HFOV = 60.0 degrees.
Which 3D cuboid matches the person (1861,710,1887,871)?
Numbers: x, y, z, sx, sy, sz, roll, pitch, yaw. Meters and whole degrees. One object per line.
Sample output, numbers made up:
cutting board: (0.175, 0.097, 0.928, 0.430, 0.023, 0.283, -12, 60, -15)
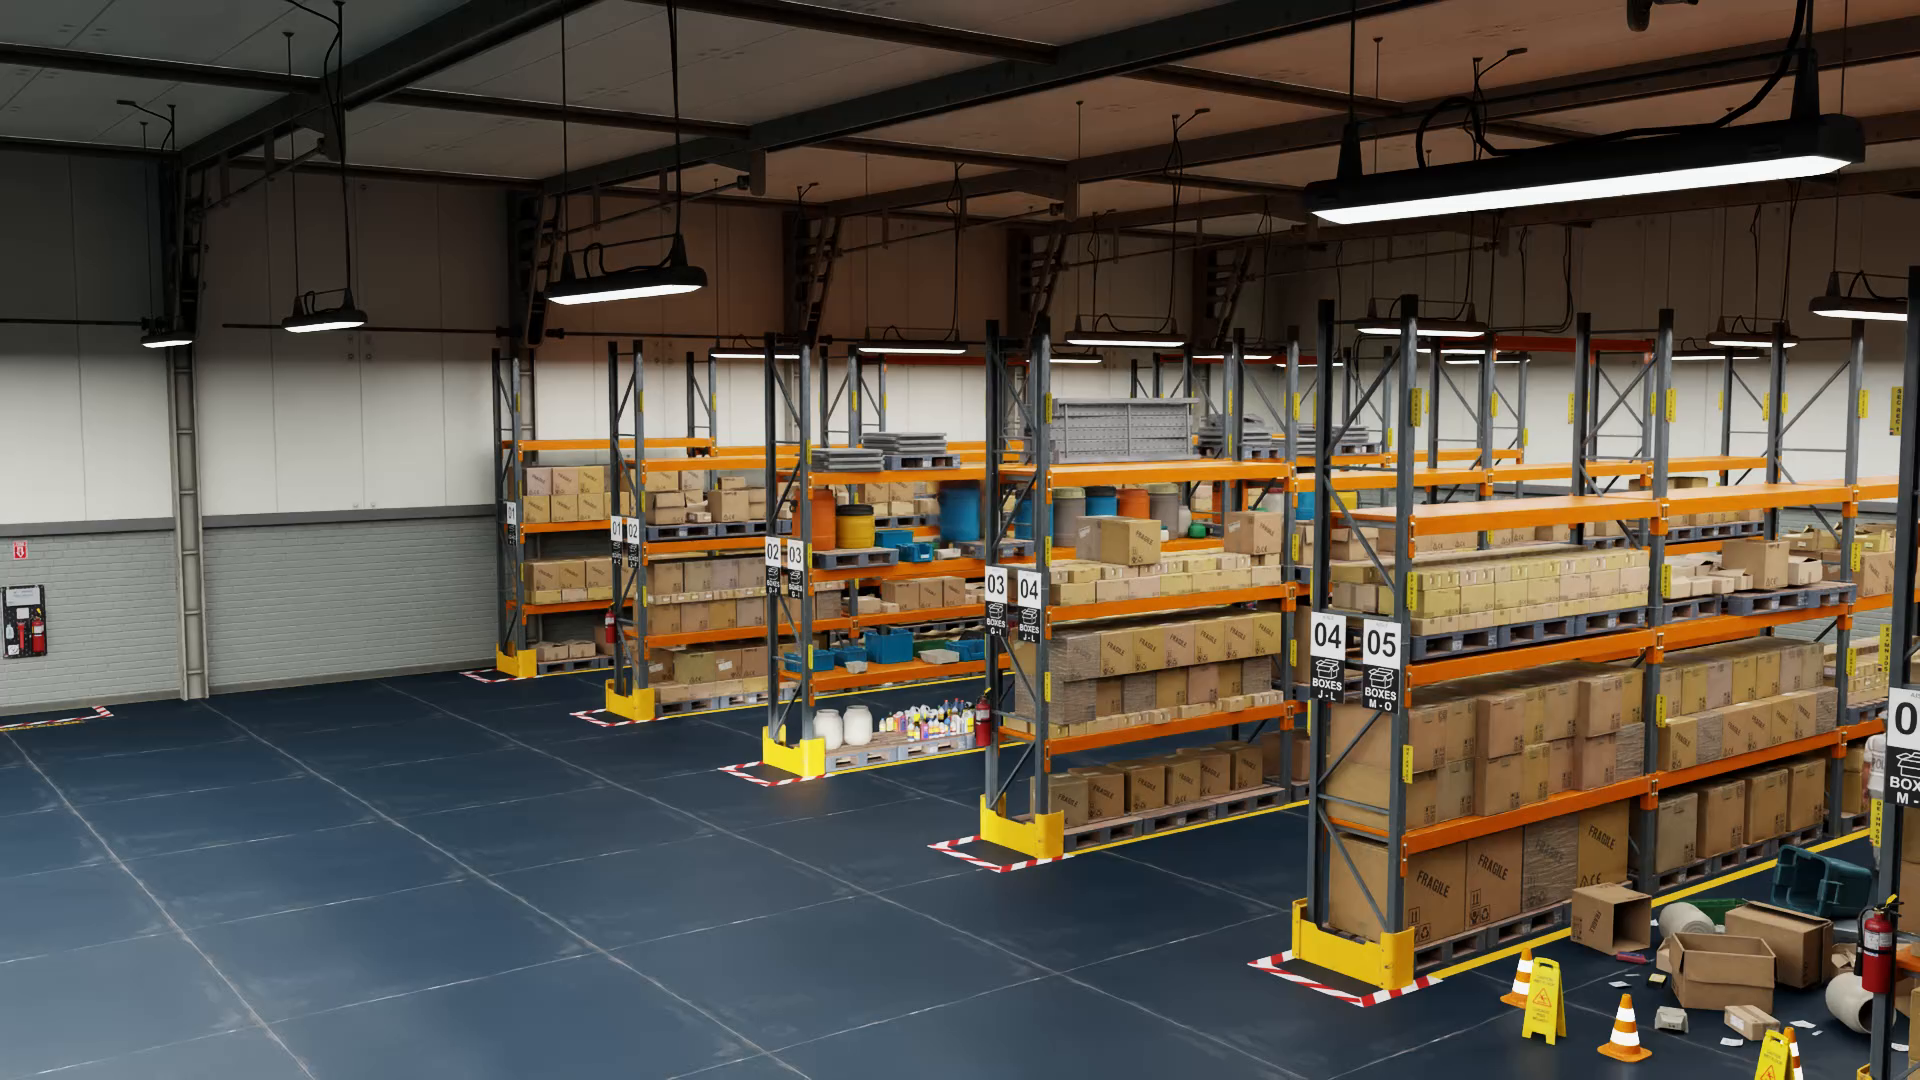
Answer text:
person: (10.017, 2.722, 17.929, 0.565, 1.753, 0.579, -4, 6, -36)
